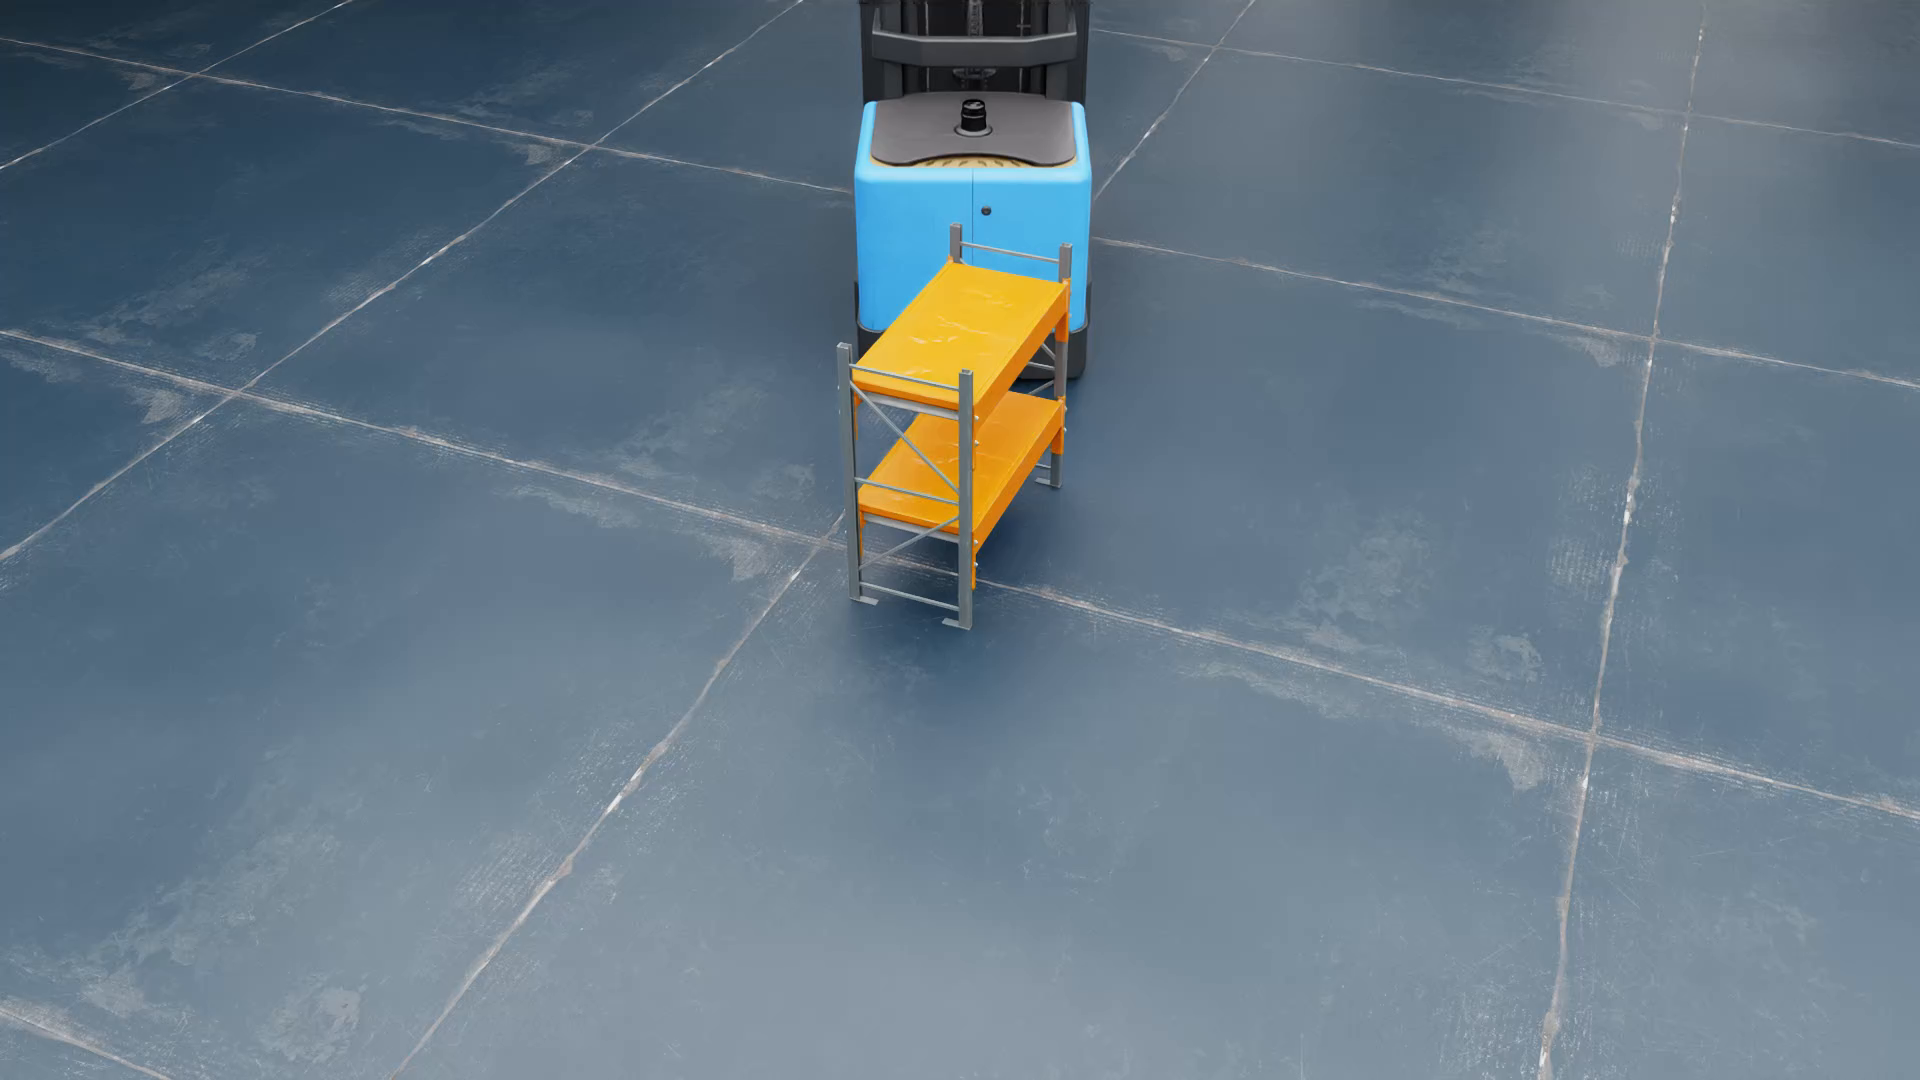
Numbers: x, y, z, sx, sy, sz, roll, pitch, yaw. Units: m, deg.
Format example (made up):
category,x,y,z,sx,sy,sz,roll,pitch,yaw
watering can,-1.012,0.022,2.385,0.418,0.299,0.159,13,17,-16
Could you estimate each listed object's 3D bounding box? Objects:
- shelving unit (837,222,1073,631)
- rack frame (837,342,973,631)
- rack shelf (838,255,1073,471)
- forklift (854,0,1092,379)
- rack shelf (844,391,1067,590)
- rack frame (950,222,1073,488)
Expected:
category,x,y,z,sx,sy,sz,roll,pitch,yaw
shelving unit,0.003,-0.454,6.418,0.538,1.125,1.048,14,39,18
rack frame,-0.191,-0.173,6.042,0.500,1.125,0.032,14,39,18
rack shelf,0.003,-0.689,6.243,0.538,0.278,1.000,14,39,18
forklift,0.073,-2.763,7.999,1.130,2.935,3.031,0,37,1
rack shelf,0.003,-0.258,6.565,0.538,0.278,1.000,14,39,18
rack frame,0.196,-0.736,6.795,0.500,1.125,0.032,14,39,18
